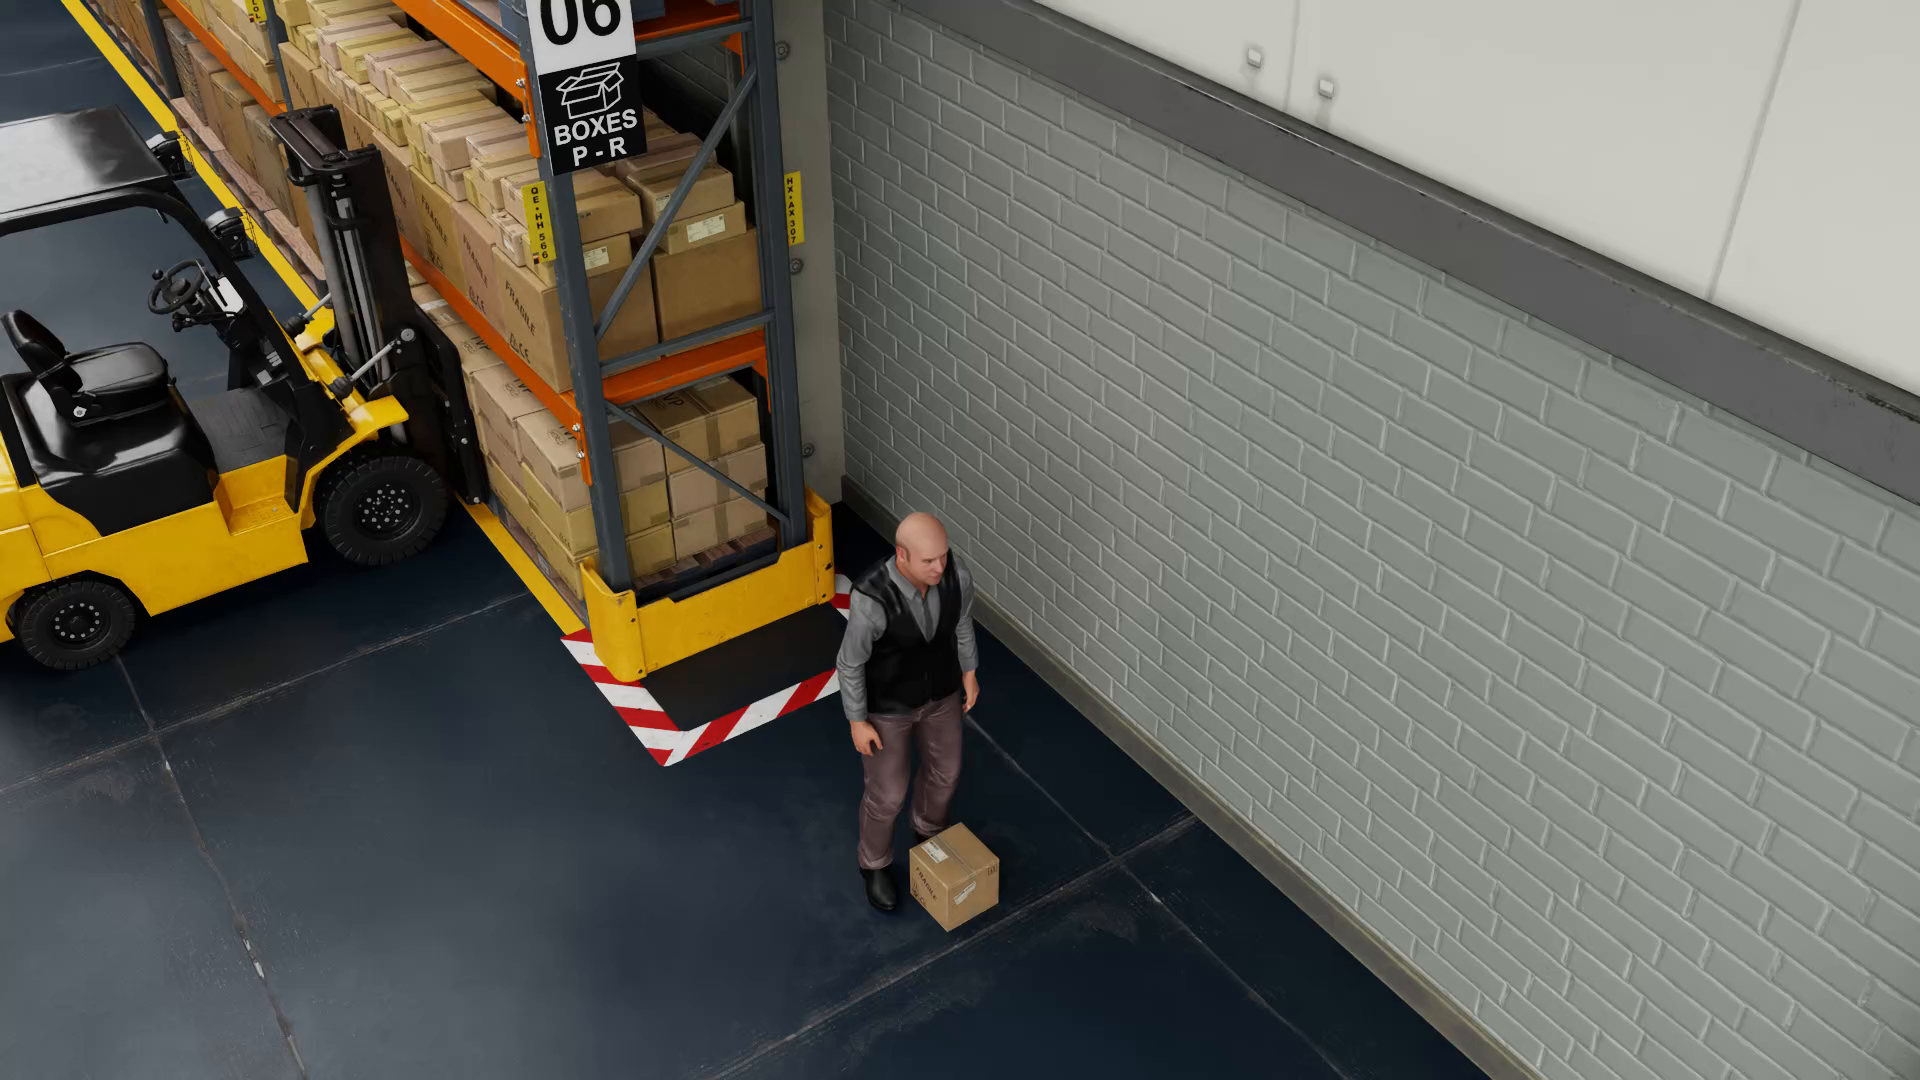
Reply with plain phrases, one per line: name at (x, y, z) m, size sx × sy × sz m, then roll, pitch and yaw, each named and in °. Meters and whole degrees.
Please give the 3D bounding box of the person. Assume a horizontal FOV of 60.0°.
person at (-0.192, 0.627, 6.253) m, size 0.581 × 1.616 × 0.413 m, roll -23°, pitch 42°, yaw -28°
